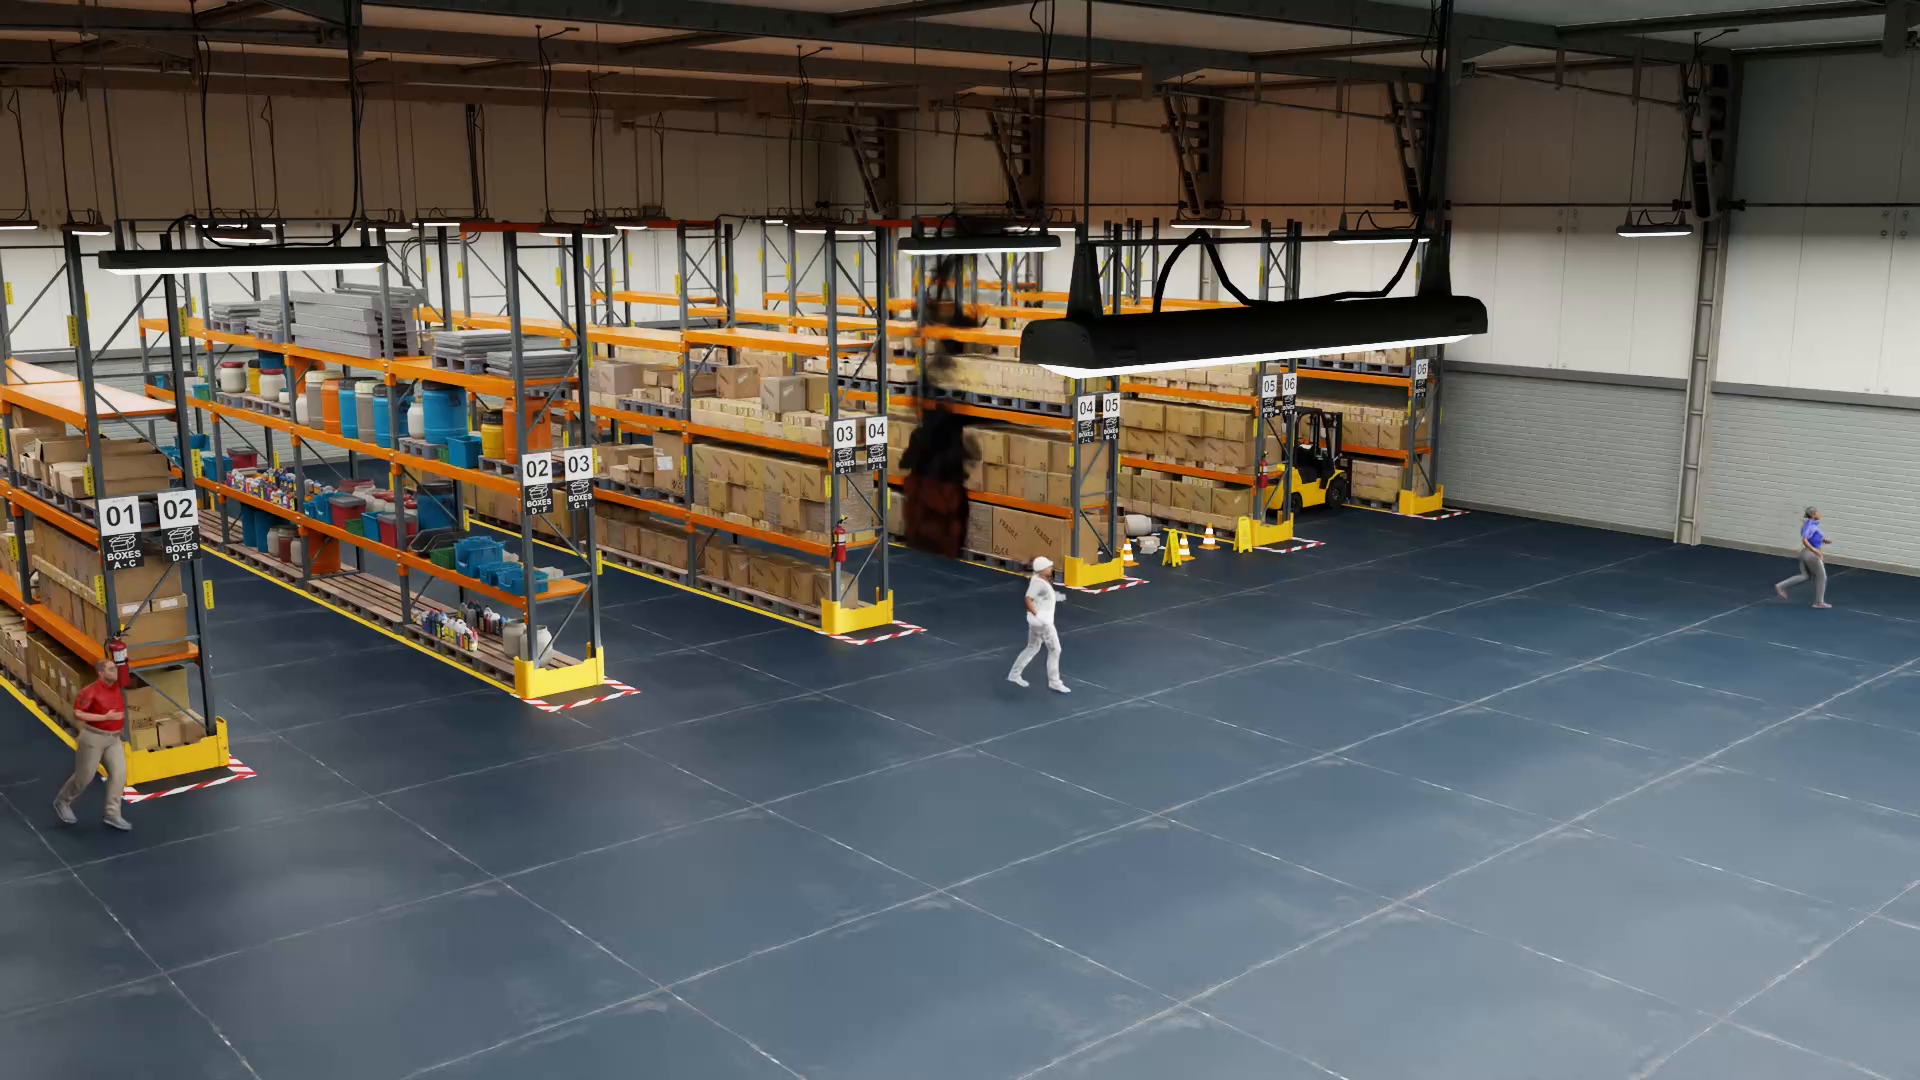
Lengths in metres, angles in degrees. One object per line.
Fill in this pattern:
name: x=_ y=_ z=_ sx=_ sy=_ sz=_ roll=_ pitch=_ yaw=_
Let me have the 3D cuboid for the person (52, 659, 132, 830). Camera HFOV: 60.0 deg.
person: x=-8.895 y=2.086 z=17.262 sx=0.927 sy=1.716 sz=0.683 roll=4 pitch=12 yaw=19

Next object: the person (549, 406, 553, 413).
person: x=-9.797 y=-2.431 z=39.510 sx=0.718 sy=1.728 sz=0.682 roll=1 pitch=12 yaw=7

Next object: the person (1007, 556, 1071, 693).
person: x=1.037 y=1.105 z=21.786 sx=0.824 sy=1.820 sz=0.650 roll=-2 pitch=12 yaw=-9

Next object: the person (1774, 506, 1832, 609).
person: x=13.469 y=0.266 z=26.412 sx=0.850 sy=1.624 sz=0.588 roll=2 pitch=12 yaw=11
